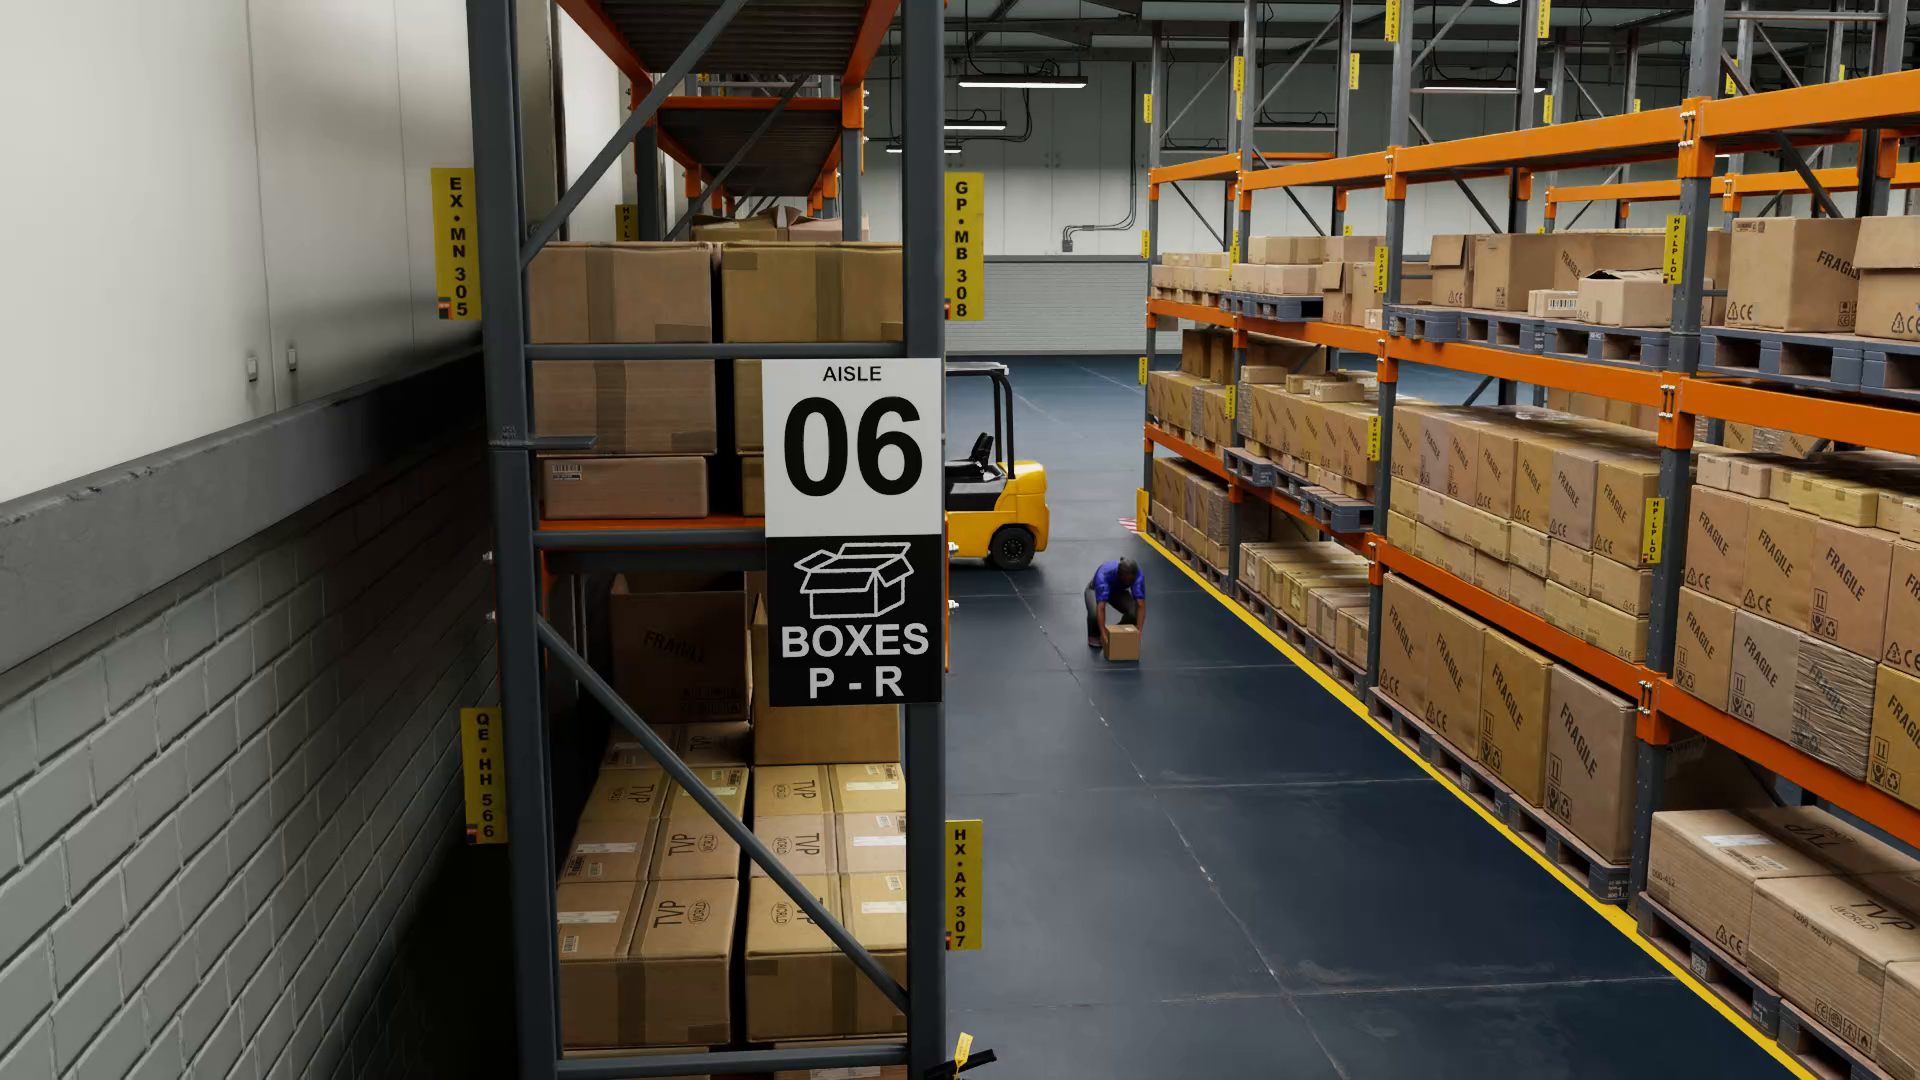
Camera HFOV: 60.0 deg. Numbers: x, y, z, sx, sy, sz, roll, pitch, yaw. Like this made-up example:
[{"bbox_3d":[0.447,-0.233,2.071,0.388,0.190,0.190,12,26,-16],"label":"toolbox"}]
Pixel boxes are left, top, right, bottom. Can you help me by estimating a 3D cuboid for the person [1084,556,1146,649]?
[{"bbox_3d":[1.332,0.521,14.348,0.483,0.843,0.814,-1,10,-6],"label":"person"}]
